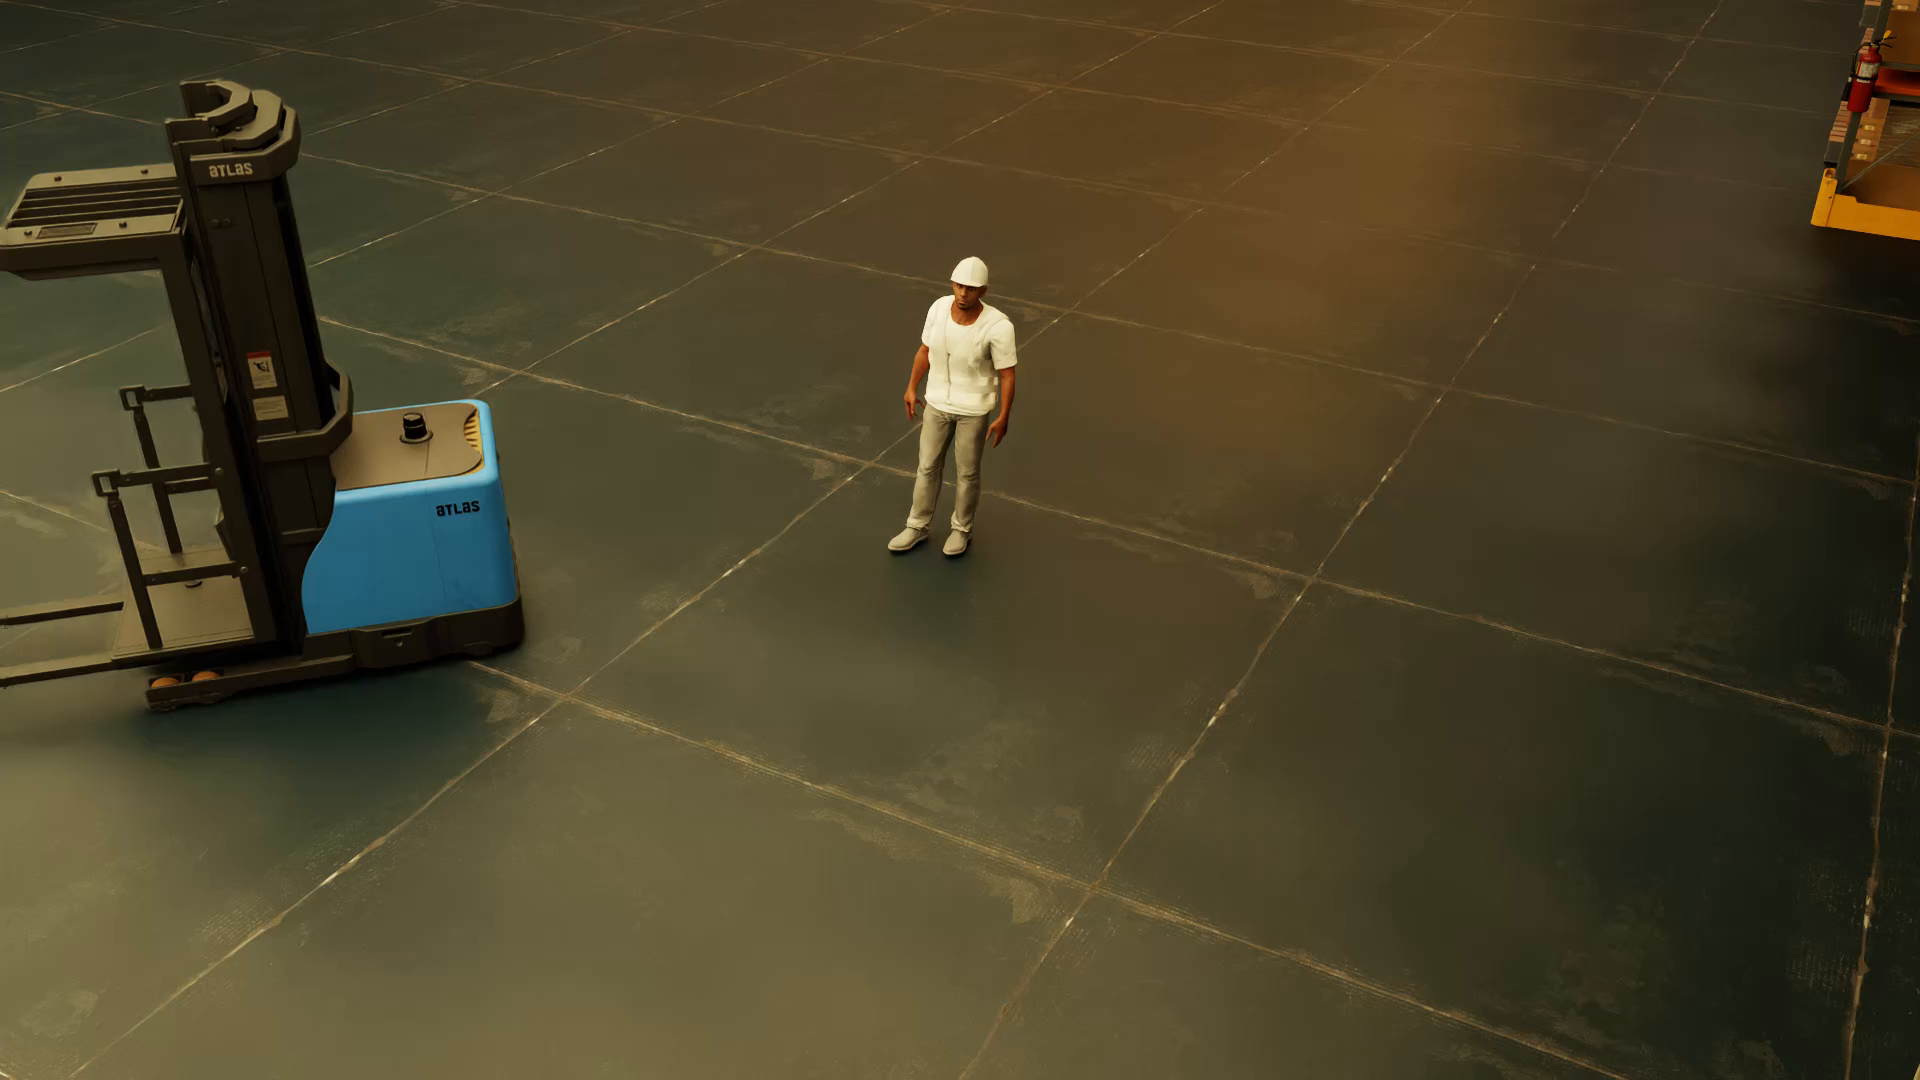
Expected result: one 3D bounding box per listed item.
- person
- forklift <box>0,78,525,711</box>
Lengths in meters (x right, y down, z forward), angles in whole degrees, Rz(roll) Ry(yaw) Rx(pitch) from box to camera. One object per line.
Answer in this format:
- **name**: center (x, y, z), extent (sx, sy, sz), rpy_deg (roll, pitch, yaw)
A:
- **person**: center (-0.039, -0.742, 9.507), extent (0.665, 1.768, 0.575), rpy_deg (15, 33, 25)
- **forklift**: center (-3.923, -0.694, 8.272), extent (3.031, 2.935, 1.130), rpy_deg (-9, 31, -14)
